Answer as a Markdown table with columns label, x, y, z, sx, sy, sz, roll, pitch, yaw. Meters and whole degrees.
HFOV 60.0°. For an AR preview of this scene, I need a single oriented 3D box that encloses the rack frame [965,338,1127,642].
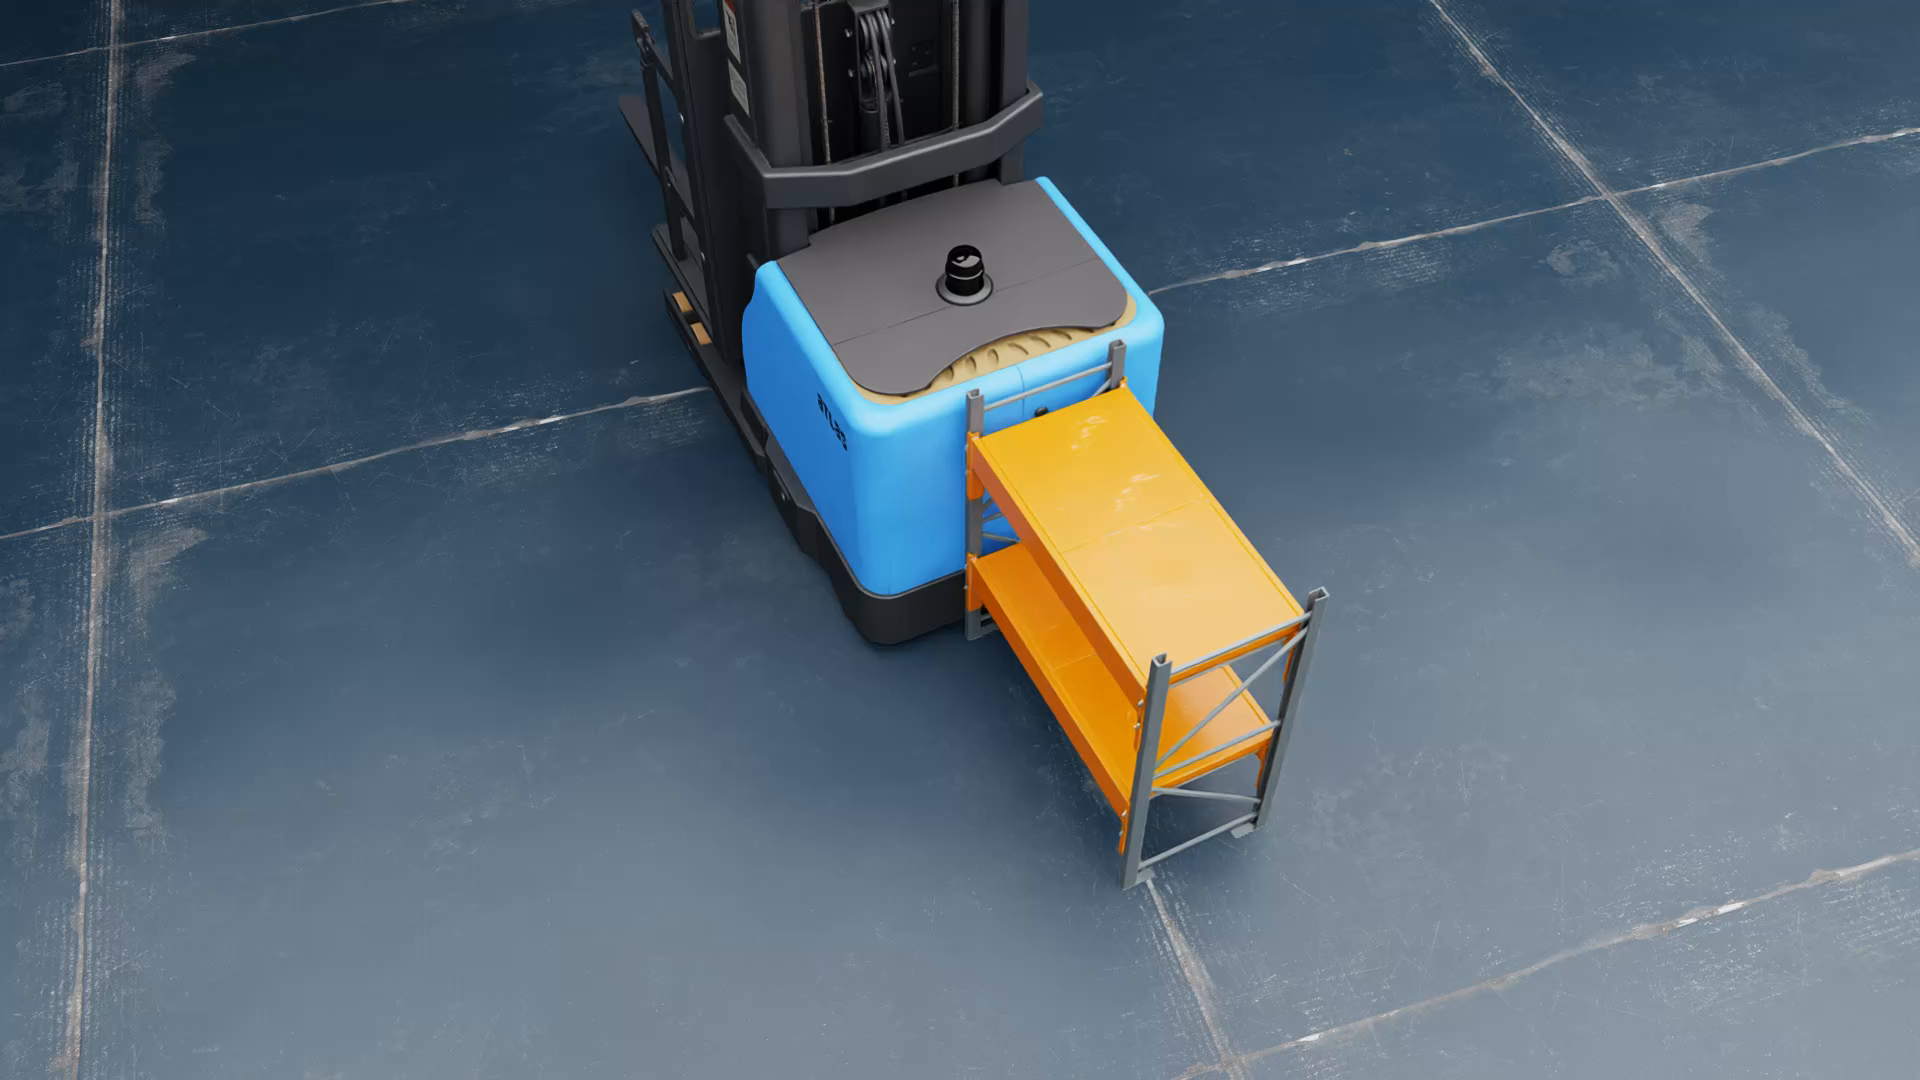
| label | x | y | z | sx | sy | sz | roll | pitch | yaw |
| --- | --- | --- | --- | --- | --- | --- | --- | --- | --- |
| rack frame | 0.247 | -0.123 | 5.118 | 0.500 | 1.125 | 0.032 | -21 | 53 | -17 |

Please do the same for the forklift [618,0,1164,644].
| label | x | y | z | sx | sy | sz | roll | pitch | yaw |
| --- | --- | --- | --- | --- | --- | --- | --- | --- | --- |
| forklift | -0.478 | -1.749 | 5.308 | 1.130 | 2.935 | 3.031 | -21 | 53 | -17 |

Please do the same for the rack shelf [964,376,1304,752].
| label | x | y | z | sx | sy | sz | roll | pitch | yaw |
| --- | --- | --- | --- | --- | --- | --- | --- | --- | --- |
| rack shelf | 0.471 | 0.037 | 4.600 | 0.538 | 0.278 | 1.000 | -21 | 53 | -17 |

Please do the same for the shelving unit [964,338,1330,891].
| label | x | y | z | sx | sy | sz | roll | pitch | yaw |
| --- | --- | --- | --- | --- | --- | --- | --- | --- | --- |
| shelving unit | 0.471 | 0.226 | 4.824 | 0.538 | 1.125 | 1.048 | -21 | 53 | -17 |

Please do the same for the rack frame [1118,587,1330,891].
| label | x | y | z | sx | sy | sz | roll | pitch | yaw |
| --- | --- | --- | --- | --- | --- | --- | --- | --- | --- |
| rack frame | 0.695 | 0.574 | 4.530 | 0.500 | 1.125 | 0.032 | -21 | 53 | -17 |

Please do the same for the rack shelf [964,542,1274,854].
| label | x | y | z | sx | sy | sz | roll | pitch | yaw |
| --- | --- | --- | --- | --- | --- | --- | --- | --- | --- |
| rack shelf | 0.471 | 0.383 | 5.011 | 0.538 | 0.278 | 1.000 | -21 | 53 | -17 |
